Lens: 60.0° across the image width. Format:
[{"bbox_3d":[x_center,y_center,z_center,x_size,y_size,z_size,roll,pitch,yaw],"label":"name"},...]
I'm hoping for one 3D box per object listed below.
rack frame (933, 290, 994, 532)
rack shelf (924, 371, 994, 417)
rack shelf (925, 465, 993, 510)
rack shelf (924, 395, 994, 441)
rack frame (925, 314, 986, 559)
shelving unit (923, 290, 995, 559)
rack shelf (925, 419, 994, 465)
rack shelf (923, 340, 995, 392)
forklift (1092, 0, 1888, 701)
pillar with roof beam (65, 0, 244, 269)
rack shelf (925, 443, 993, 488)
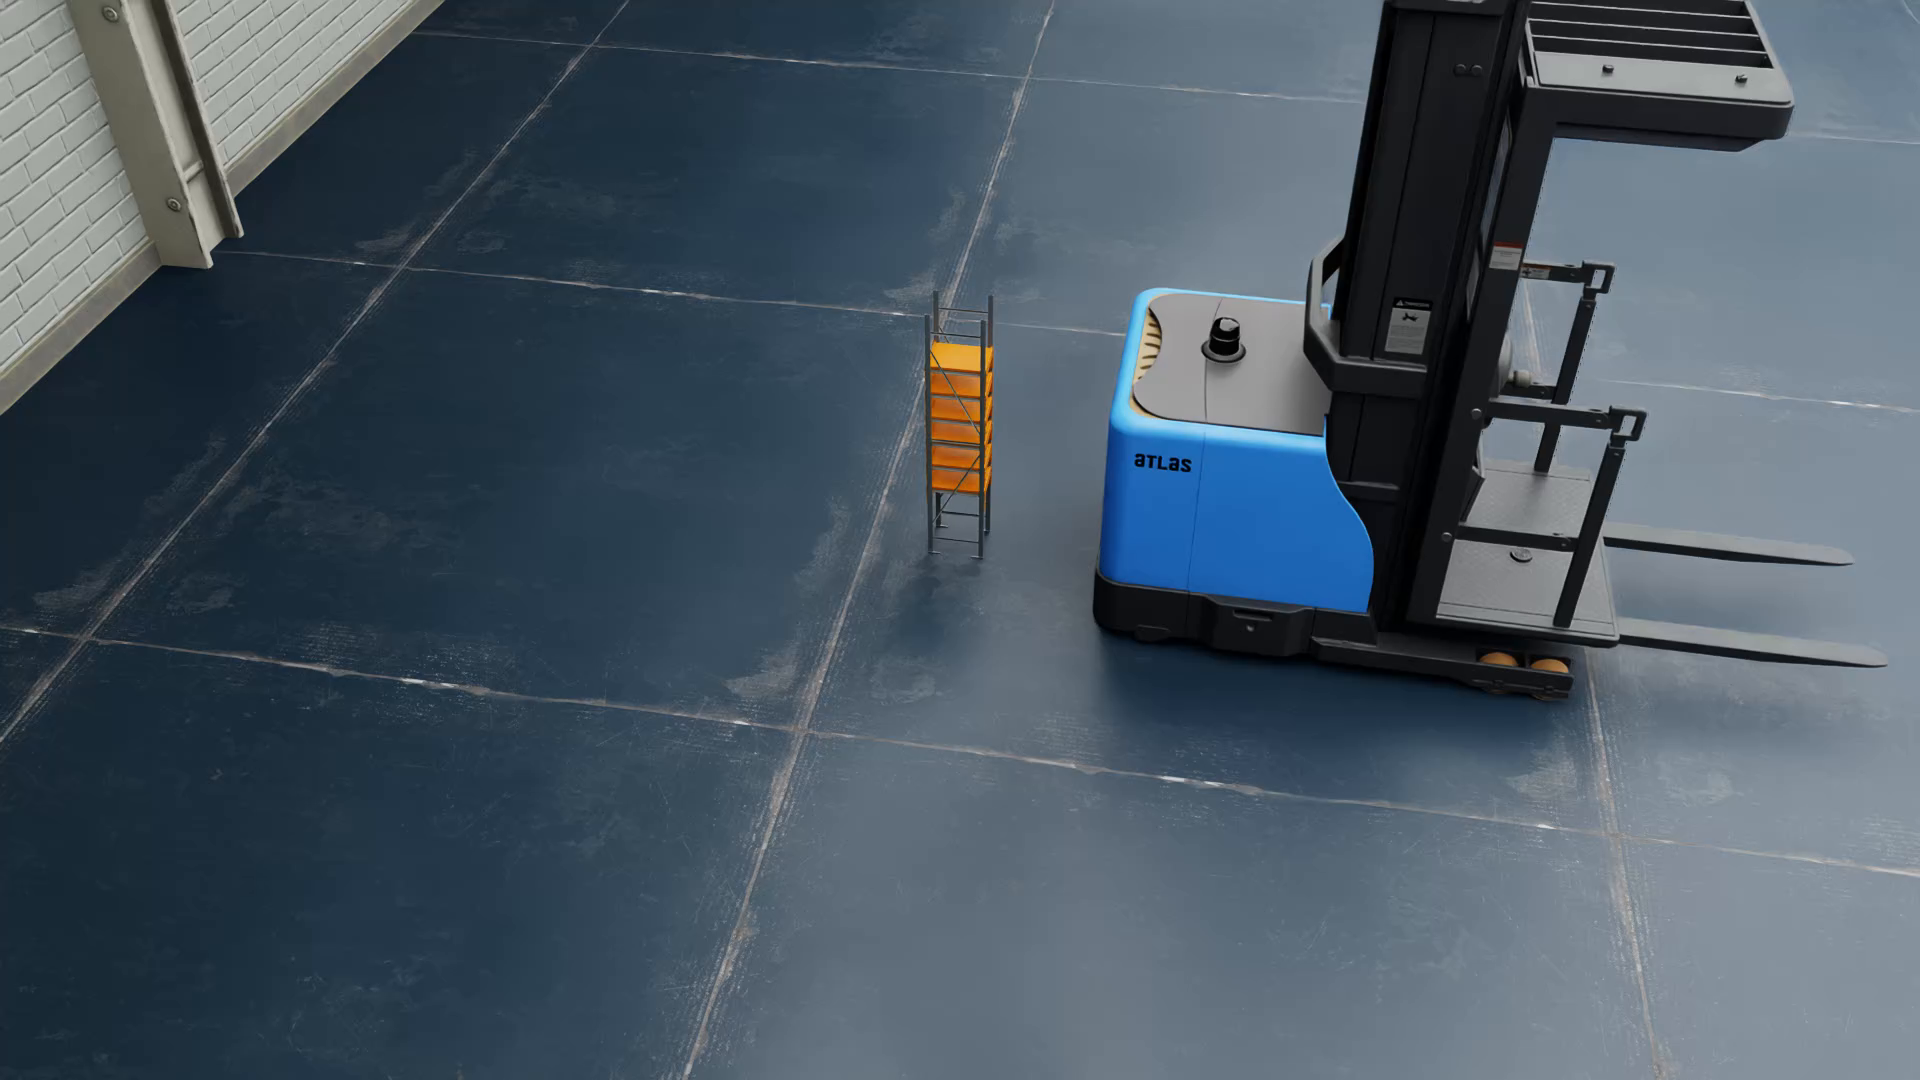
[{"bbox_3d":[0.013,-0.511,6.926,0.240,1.200,0.006,6,40,8],"label":"rack frame"},{"bbox_3d":[-0.002,-0.604,6.732,0.258,0.103,0.180,6,40,8],"label":"rack shelf"},{"bbox_3d":[-0.003,-0.234,7.038,0.258,0.103,0.180,6,40,8],"label":"rack shelf"},{"bbox_3d":[-0.002,-0.512,6.809,0.258,0.103,0.180,6,40,8],"label":"rack shelf"},{"bbox_3d":[-0.018,-0.396,6.787,0.240,1.200,0.006,6,40,8],"label":"rack frame"},{"bbox_3d":[-0.002,-0.453,6.857,0.258,1.200,0.189,6,40,8],"label":"shelving unit"},{"bbox_3d":[-0.002,-0.419,6.885,0.258,0.103,0.180,6,40,8],"label":"rack shelf"},{"bbox_3d":[-0.002,-0.697,6.656,0.258,0.103,0.180,6,40,8],"label":"rack shelf"},{"bbox_3d":[2.109,-0.873,6.005,3.031,2.935,1.130,7,40,8],"label":"forklift"},{"bbox_3d":[0.041,-4.607,5.760,9.100,9.000,0.400,6,40,8],"label":"pillar with roof beam"},{"bbox_3d":[-0.003,-0.327,6.961,0.258,0.103,0.180,6,40,8],"label":"rack shelf"}]
